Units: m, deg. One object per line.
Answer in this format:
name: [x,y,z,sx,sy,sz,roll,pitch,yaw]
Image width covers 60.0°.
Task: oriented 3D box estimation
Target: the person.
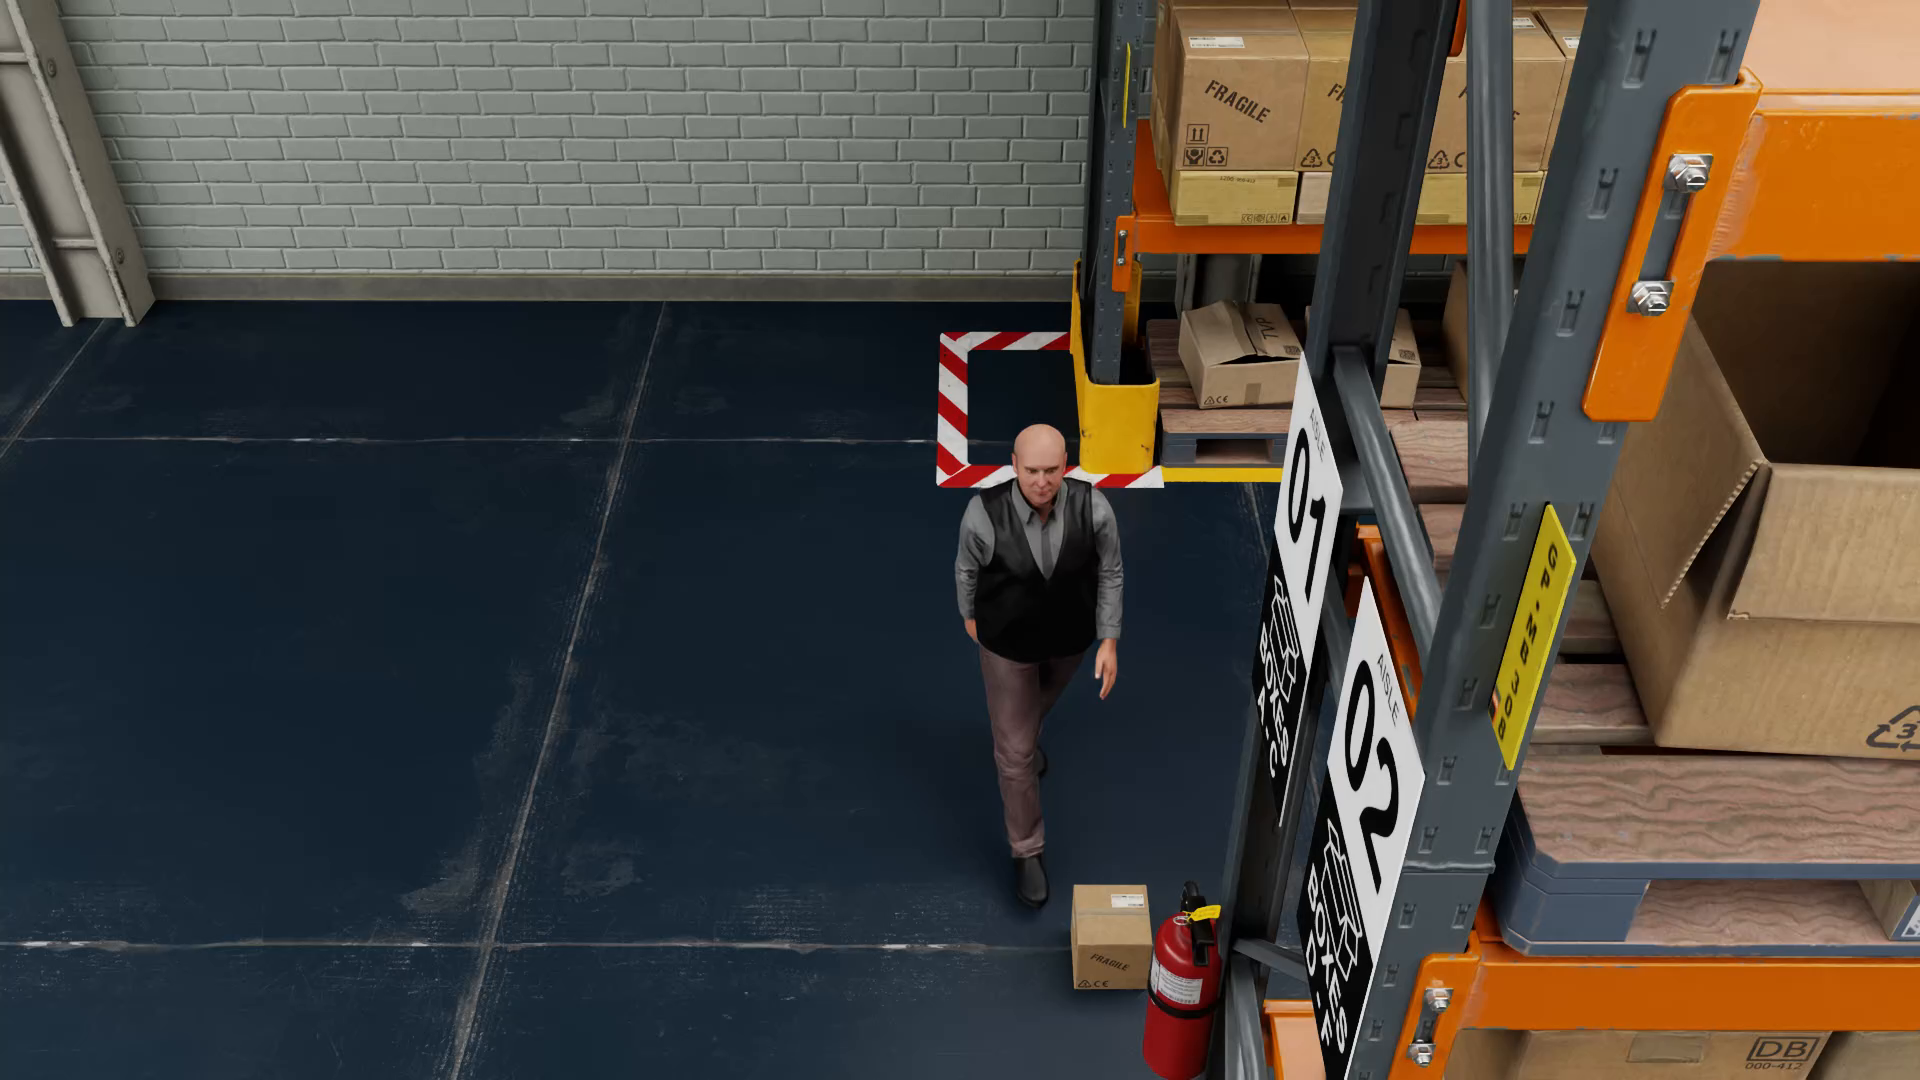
person: [0.305,0.371,5.704,0.533,1.679,0.927,-11,41,-14]
